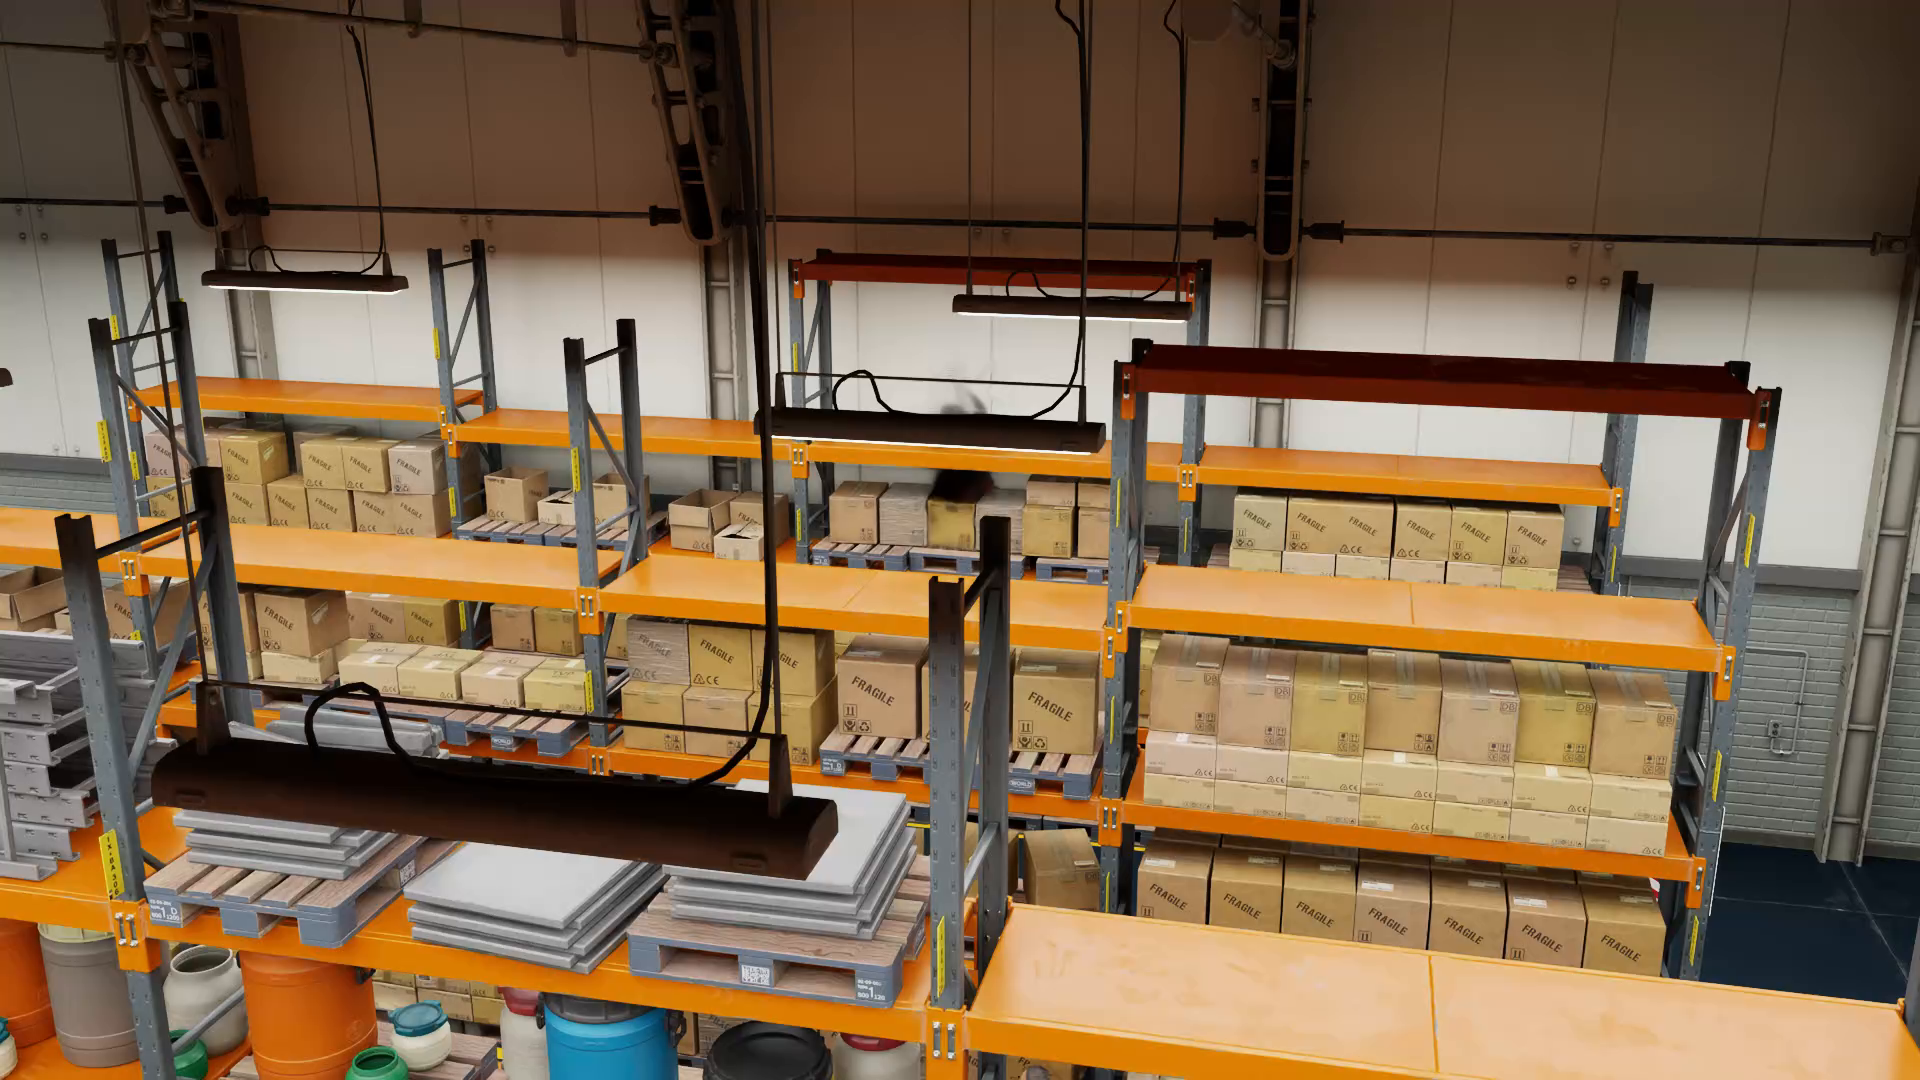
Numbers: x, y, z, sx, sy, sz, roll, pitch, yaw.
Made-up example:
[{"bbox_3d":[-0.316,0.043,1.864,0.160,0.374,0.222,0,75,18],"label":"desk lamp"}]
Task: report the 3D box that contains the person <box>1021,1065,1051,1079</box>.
[{"bbox_3d":[0.527,4.238,10.993,0.816,1.692,0.593,2,16,7],"label":"person"}]
